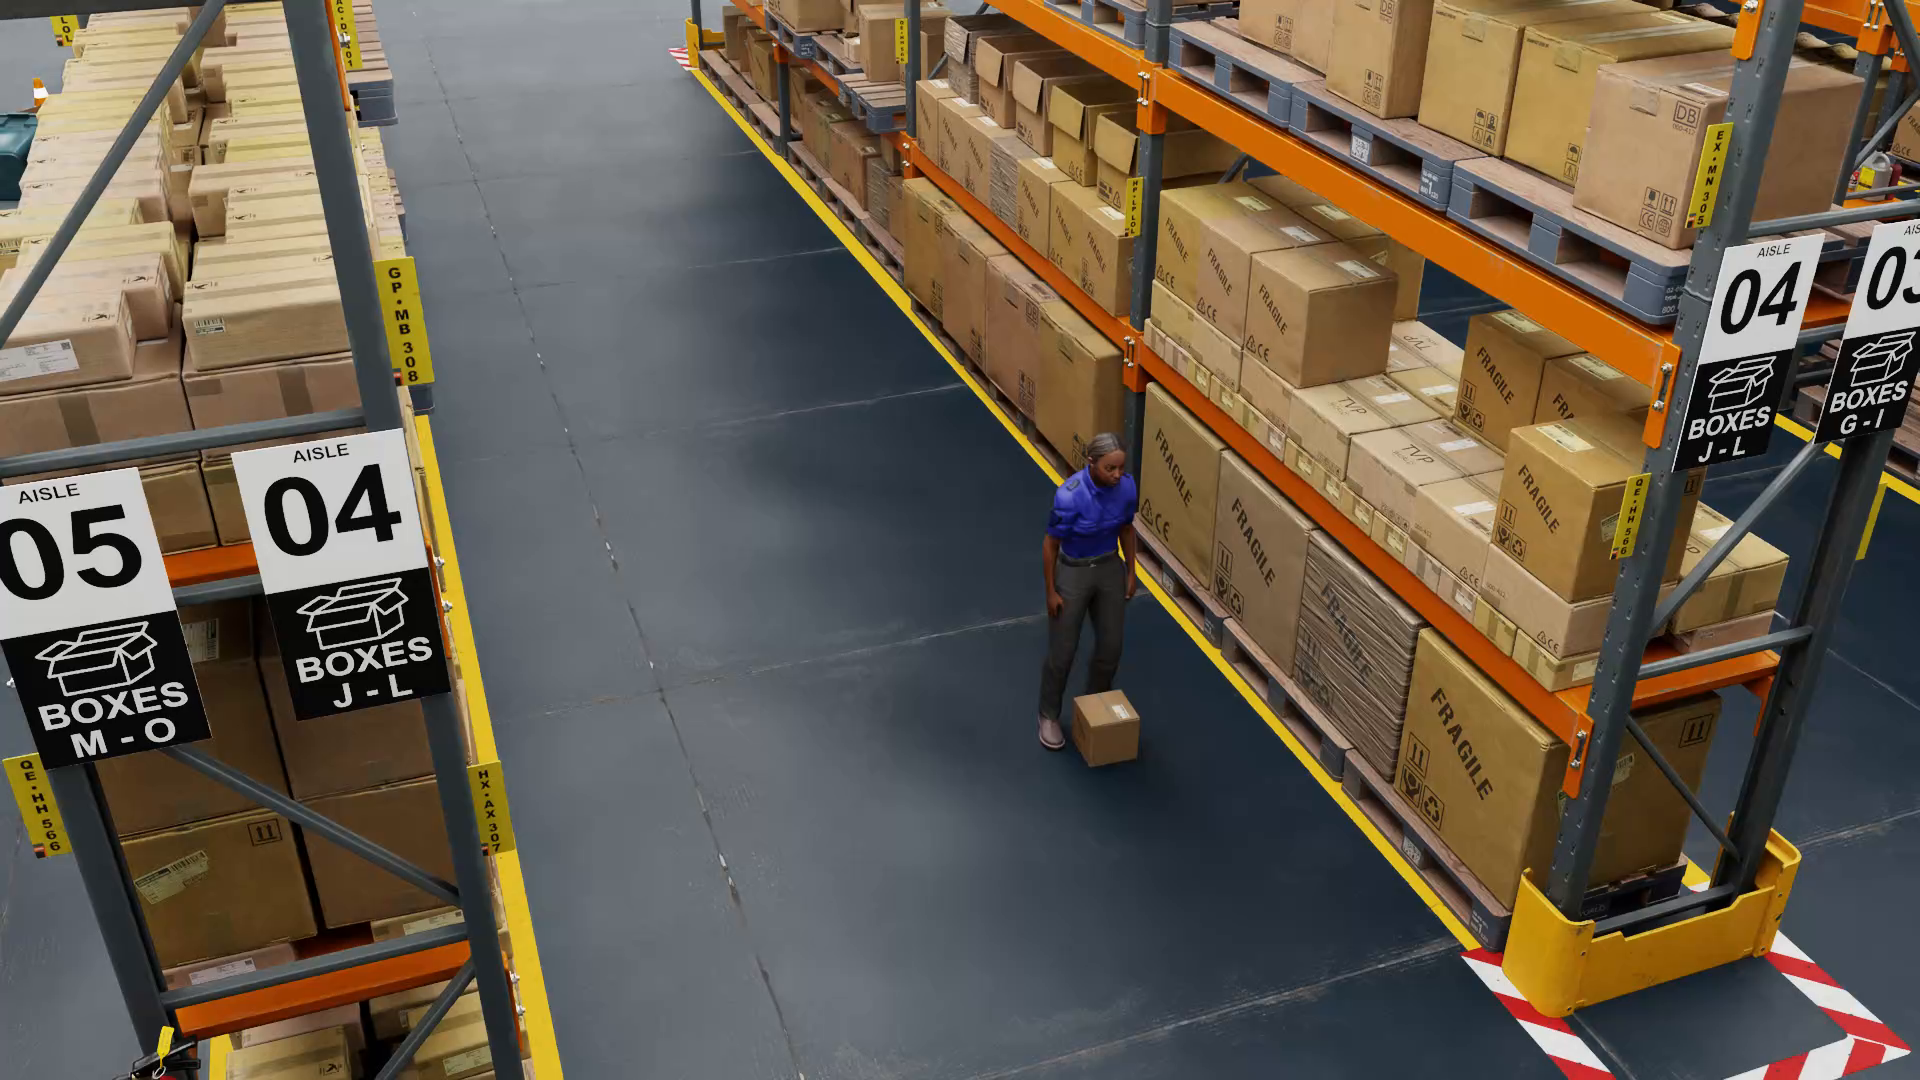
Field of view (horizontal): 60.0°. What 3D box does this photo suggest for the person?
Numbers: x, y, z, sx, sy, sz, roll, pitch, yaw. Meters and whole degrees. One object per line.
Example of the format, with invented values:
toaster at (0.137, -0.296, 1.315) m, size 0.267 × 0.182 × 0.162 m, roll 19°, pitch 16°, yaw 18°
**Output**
person at (0.615, 0.213, 7.989) m, size 0.533 × 1.639 × 0.352 m, roll -13°, pitch 32°, yaw -21°
